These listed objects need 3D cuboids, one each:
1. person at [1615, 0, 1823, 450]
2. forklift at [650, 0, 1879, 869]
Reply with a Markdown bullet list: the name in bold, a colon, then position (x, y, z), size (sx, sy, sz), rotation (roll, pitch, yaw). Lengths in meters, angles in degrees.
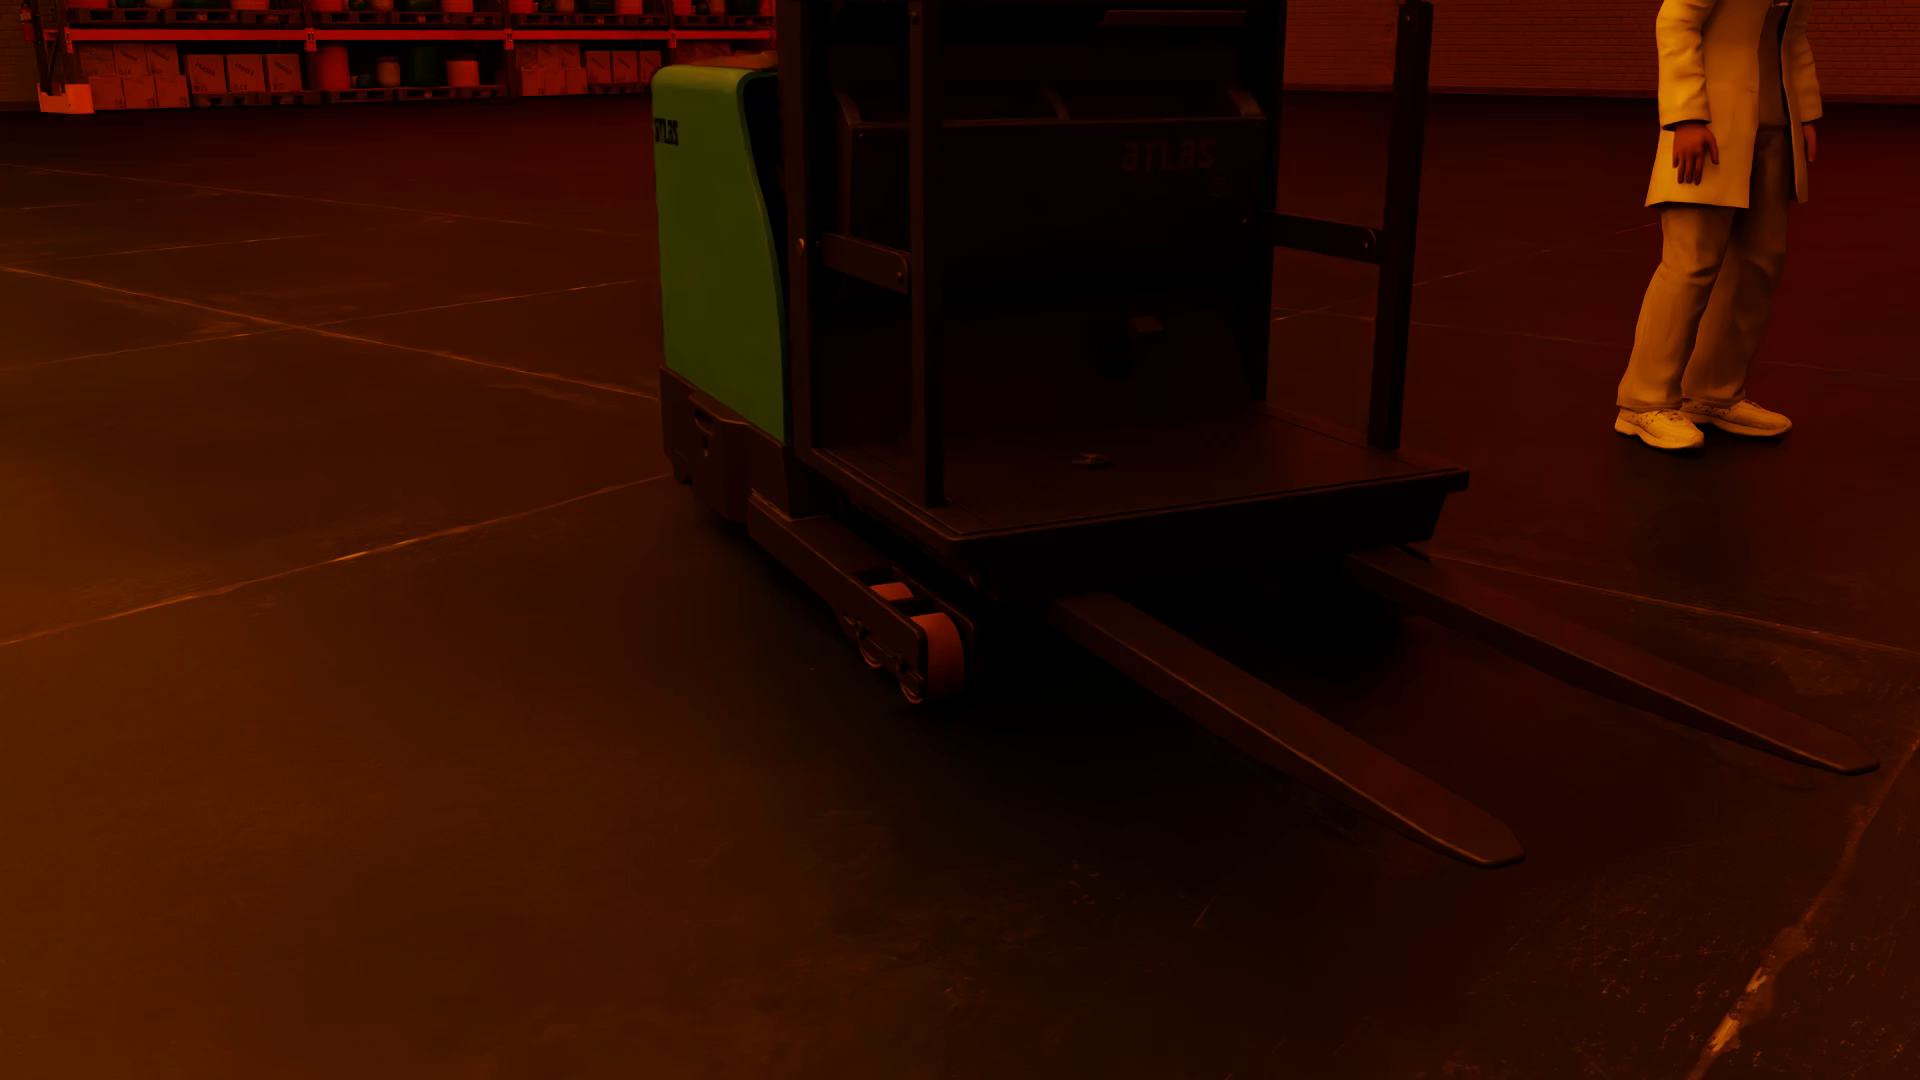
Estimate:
- **person**: position (2.222, -1.173, 4.751), size (0.654, 1.775, 0.421), rotation (-10, 19, -29)
- **forklift**: position (0.280, -1.251, 3.017), size (1.130, 2.935, 3.031), rotation (-8, 18, -24)
